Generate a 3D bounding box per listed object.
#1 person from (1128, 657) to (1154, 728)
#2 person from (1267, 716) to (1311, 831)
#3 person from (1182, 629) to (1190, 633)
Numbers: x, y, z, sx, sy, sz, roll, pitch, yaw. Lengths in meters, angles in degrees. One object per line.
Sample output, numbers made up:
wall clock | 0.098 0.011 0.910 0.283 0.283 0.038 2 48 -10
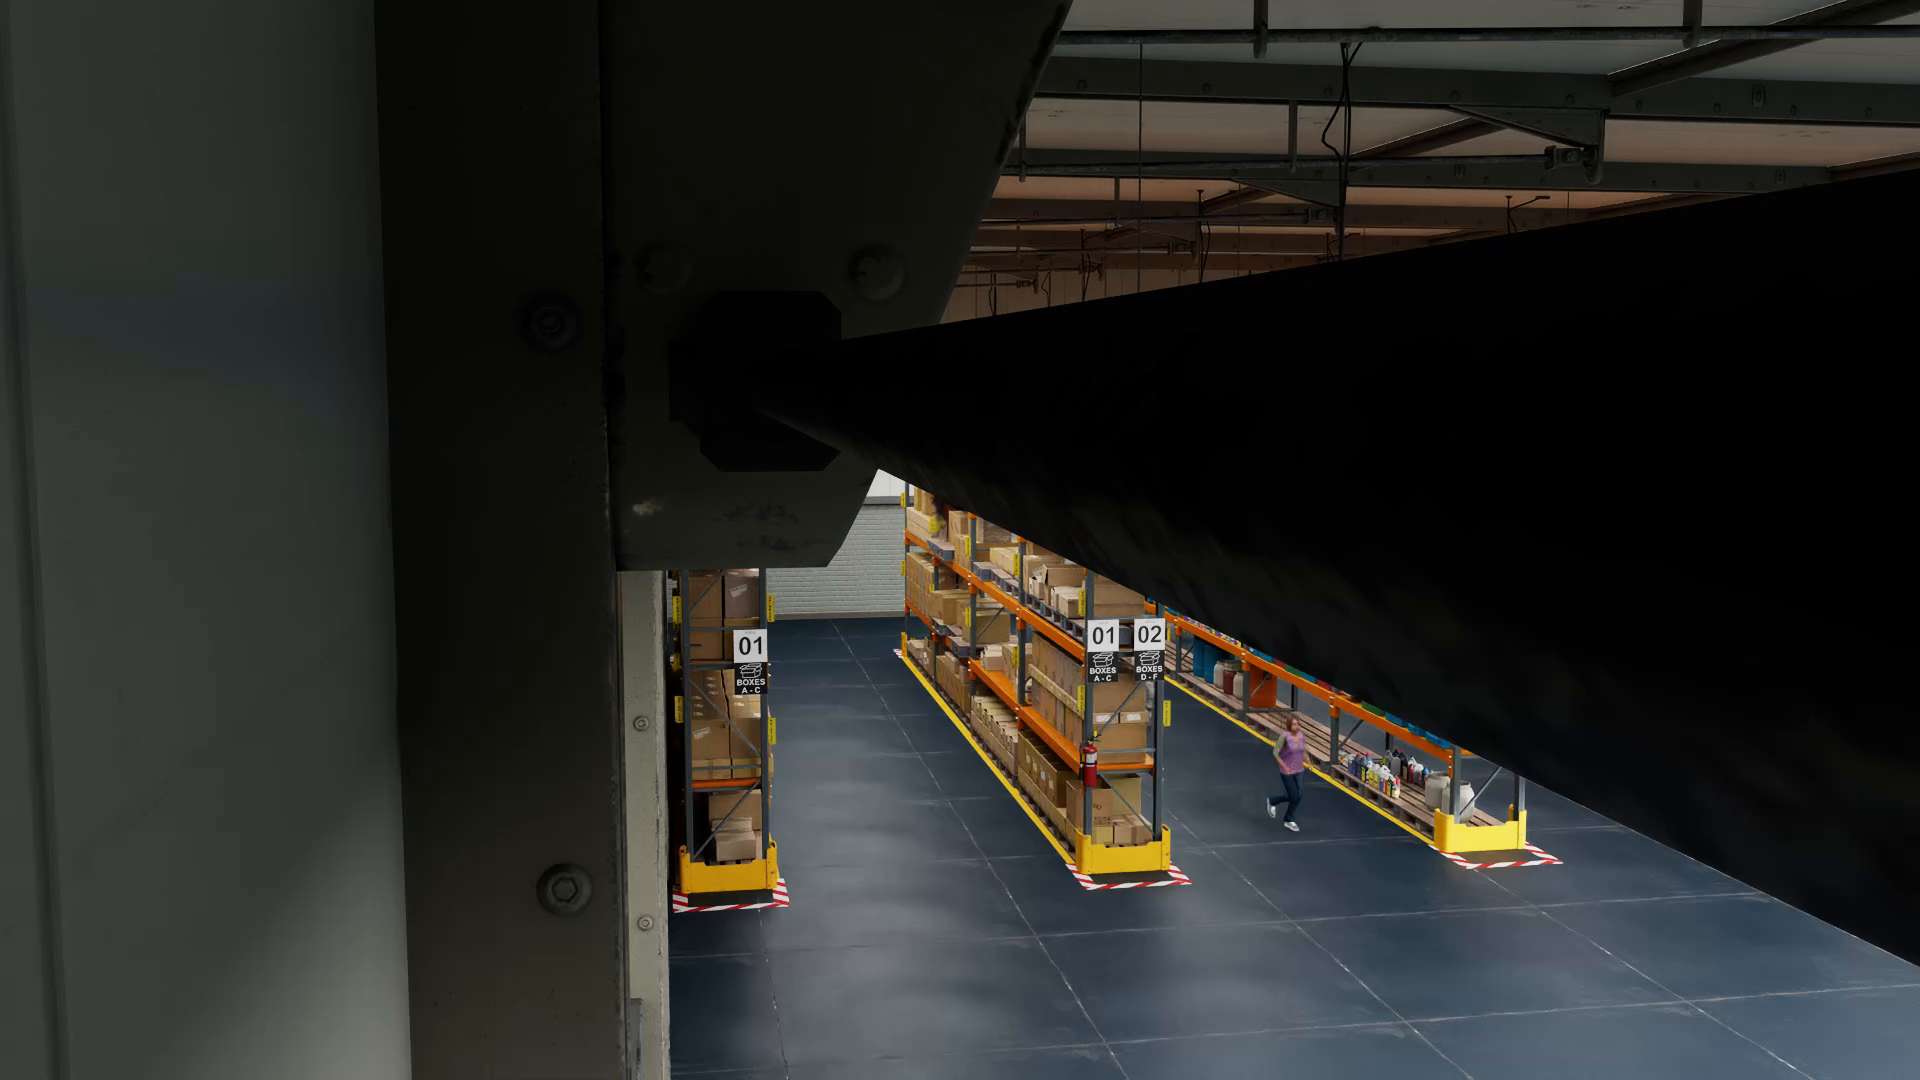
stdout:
person | 3.241 2.415 29.288 0.605 1.814 0.733 -1 6 -11
person | 4.557 3.193 22.909 0.533 1.573 0.565 -3 7 -27
person | 5.391 1.432 38.309 0.678 1.665 0.661 3 6 23
